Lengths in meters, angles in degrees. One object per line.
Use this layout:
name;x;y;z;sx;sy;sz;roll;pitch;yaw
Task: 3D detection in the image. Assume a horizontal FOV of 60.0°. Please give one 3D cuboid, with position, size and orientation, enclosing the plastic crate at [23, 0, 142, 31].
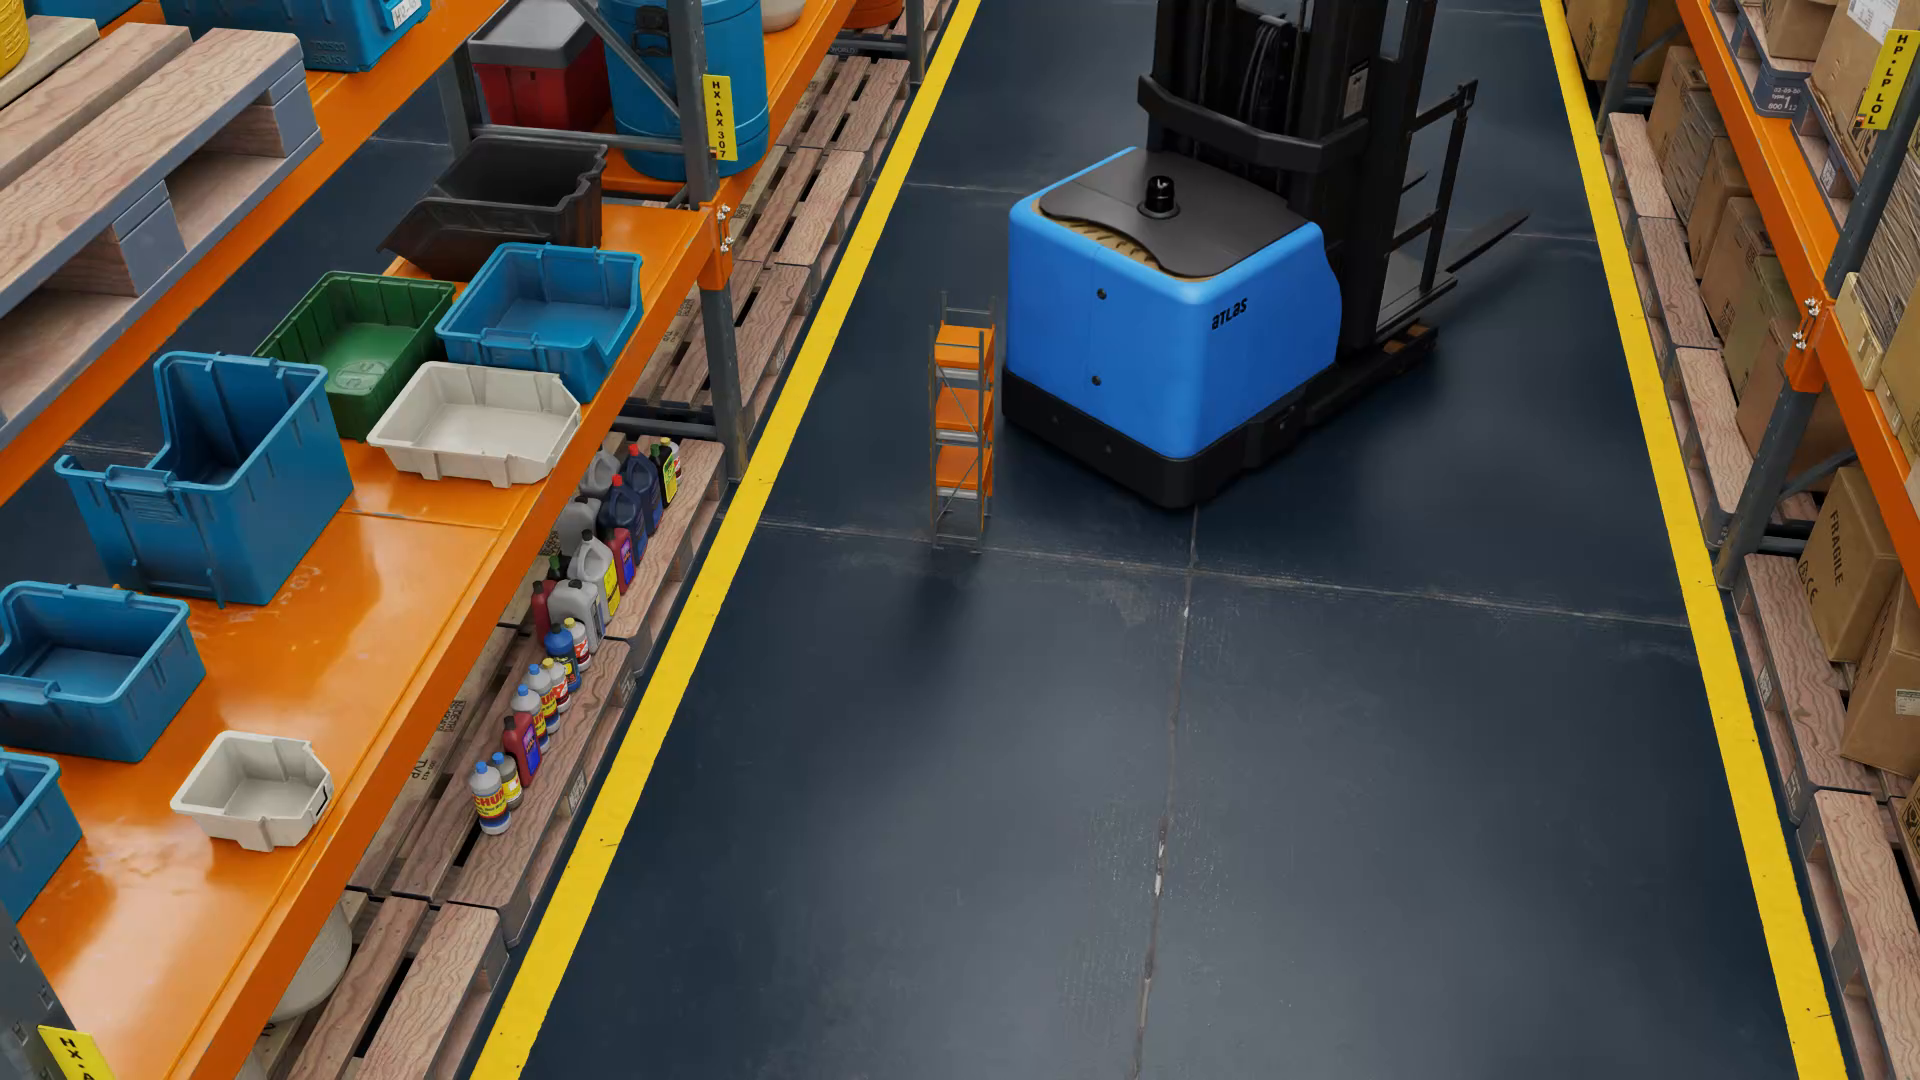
plastic crate;-2.068;-1.359;3.698;0.392;0.384;0.575;6;40;8

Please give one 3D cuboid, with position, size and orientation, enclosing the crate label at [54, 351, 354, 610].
crate label;-2.049;-0.177;4.583;0.502;0.435;0.616;6;40;8

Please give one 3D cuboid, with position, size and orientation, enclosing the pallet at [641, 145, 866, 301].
pallet;-1.103;-1.679;8.616;1.003;0.211;1.213;6;40;8

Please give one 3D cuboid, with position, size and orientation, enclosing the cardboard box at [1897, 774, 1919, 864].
cardboard box;3.239;0.864;4.983;0.500;0.500;0.500;3;40;4

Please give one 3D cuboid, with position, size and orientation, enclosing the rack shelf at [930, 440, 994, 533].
rack shelf;0.009;-0.216;6.640;0.215;0.259;0.240;6;40;8

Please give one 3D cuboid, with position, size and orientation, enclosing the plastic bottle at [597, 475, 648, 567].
plastic bottle;-1.270;-0.081;6.228;0.144;0.351;0.185;5;40;5

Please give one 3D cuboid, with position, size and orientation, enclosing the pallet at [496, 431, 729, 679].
pallet;-1.566;0.003;6.581;1.003;0.211;1.213;6;40;8

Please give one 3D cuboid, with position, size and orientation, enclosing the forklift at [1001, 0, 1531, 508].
forklift;1.581;-2.094;6.983;3.031;2.935;1.130;-32;49;-33

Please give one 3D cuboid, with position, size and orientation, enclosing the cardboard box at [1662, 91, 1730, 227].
cardboard box;3.982;-1.887;8.295;0.700;0.500;0.500;3;40;4

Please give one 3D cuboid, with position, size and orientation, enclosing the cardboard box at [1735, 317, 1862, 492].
cardboard box;3.597;-0.532;6.656;0.700;0.500;0.500;4;40;4

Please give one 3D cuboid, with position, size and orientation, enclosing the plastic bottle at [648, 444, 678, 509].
plastic bottle;-1.167;-0.273;6.513;0.061;0.283;0.133;8;40;10

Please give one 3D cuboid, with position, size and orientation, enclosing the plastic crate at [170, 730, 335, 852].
plastic crate;-1.630;0.597;3.881;0.298;0.136;0.250;6;40;8

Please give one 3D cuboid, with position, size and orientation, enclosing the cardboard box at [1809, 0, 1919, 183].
cardboard box;3.745;-1.819;5.796;1.000;1.000;1.000;7;40;8

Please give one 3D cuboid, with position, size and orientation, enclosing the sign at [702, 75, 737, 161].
sign;-0.869;-1.528;6.027;0.100;0.325;0.005;6;40;8

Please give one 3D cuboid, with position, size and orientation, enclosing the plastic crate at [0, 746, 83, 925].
plastic crate;-2.309;0.732;3.628;0.499;0.251;0.616;6;40;8

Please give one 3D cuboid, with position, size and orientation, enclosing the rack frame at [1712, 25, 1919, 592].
rack frame;3.469;-0.943;5.536;1.000;3.000;0.127;6;40;8

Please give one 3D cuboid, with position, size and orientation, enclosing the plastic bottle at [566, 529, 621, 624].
plastic bottle;-1.326;0.121;5.983;0.144;0.351;0.185;6;40;7

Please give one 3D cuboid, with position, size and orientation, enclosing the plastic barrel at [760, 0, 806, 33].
plastic barrel;-0.901;-2.578;7.407;0.433;0.535;0.433;0;40;0

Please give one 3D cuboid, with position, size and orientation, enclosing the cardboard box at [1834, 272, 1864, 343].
cardboard box;3.136;-0.744;5.493;0.380;0.149;0.250;6;40;8

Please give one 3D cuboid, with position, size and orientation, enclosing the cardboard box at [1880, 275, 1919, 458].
cardboard box;3.209;-0.511;4.702;0.875;0.500;0.500;6;40;8

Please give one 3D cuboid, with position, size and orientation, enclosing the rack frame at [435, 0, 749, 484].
rack frame;-1.409;-1.489;6.197;1.000;3.000;0.127;6;40;8

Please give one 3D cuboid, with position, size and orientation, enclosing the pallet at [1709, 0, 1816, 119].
pallet;3.859;-2.132;7.126;1.003;0.211;1.213;6;40;8

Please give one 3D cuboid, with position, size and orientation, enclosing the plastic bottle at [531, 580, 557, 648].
plastic bottle;-1.463;0.238;5.895;0.061;0.283;0.133;6;40;8

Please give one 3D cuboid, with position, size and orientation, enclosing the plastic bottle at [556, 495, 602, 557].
plastic bottle;-1.420;-0.053;6.252;0.152;0.276;0.135;6;40;8

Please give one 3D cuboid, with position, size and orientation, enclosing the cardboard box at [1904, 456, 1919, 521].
cardboard box;2.946;-0.119;4.736;0.380;0.149;0.250;6;40;8

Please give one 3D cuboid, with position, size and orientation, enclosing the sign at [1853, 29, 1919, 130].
sign;2.922;-1.448;5.239;0.100;0.325;0.005;6;40;8

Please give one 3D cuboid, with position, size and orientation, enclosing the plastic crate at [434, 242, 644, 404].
plastic crate;-1.333;-0.707;5.368;0.499;0.251;0.616;6;40;8

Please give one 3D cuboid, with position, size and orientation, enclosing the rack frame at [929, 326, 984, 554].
rack frame;-0.012;-0.362;6.363;0.200;1.050;0.008;6;40;8

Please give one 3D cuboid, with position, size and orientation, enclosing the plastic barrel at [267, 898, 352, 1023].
plastic barrel;-1.976;1.082;4.710;0.421;0.512;0.421;0;40;0

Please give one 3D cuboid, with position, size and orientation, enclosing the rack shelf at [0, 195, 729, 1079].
rack shelf;-1.755;0.043;4.908;1.077;0.370;4.000;6;40;8

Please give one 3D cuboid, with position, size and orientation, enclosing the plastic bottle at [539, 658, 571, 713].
plastic bottle;-1.387;0.487;5.658;0.097;0.201;0.097;0;40;0

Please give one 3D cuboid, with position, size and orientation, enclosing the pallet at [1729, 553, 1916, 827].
pallet;3.388;0.557;5.910;1.003;0.211;1.213;6;40;8

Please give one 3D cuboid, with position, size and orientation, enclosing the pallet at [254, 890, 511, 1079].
pallet;-1.989;1.534;4.729;1.003;0.211;1.213;6;40;8

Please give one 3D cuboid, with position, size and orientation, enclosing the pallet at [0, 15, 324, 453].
pallet;-1.862;-0.570;2.880;1.003;0.211;1.213;6;40;8

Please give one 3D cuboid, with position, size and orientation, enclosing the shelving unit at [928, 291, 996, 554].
shelving unit;0.009;-0.438;6.456;0.215;1.050;0.252;6;40;8

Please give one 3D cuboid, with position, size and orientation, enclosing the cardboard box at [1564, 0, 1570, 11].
cardboard box;4.463;-3.786;10.313;1.225;0.875;0.875;7;40;8

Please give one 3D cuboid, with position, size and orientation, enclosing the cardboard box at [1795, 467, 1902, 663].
cardboard box;3.361;0.105;5.901;0.500;0.500;0.500;5;40;6

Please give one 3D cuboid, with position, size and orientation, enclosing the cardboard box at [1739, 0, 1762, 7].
cardboard box;3.645;-2.531;7.245;0.500;0.250;0.500;5;40;6

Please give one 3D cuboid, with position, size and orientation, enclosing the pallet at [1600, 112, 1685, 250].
pallet;4.025;-1.888;8.868;1.003;0.211;1.213;6;40;8

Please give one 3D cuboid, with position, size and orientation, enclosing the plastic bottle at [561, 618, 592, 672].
plastic bottle;-1.351;0.358;5.814;0.097;0.201;0.097;0;40;0

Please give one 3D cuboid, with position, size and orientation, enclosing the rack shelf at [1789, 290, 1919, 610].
rack shelf;3.123;0.590;4.247;1.077;0.370;4.000;6;40;8

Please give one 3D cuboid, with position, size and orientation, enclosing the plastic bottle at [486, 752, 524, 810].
plastic bottle;-1.463;0.762;5.325;0.097;0.201;0.097;0;40;0

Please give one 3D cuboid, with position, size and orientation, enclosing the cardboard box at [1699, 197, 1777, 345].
cardboard box;3.794;-1.180;7.440;0.700;0.500;0.500;3;40;4

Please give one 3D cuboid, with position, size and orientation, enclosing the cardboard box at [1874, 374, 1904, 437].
cardboard box;3.064;-0.429;5.112;0.380;0.149;0.250;6;40;8

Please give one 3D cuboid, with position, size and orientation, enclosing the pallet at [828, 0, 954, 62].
pallet;-0.622;-3.424;10.726;1.003;0.211;1.213;6;40;8

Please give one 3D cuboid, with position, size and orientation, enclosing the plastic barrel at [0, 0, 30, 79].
plastic barrel;-2.029;-1.099;2.893;0.600;0.588;0.600;0;40;0

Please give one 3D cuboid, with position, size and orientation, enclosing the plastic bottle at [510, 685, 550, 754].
plastic bottle;-1.421;0.585;5.485;0.097;0.271;0.097;0;40;0
